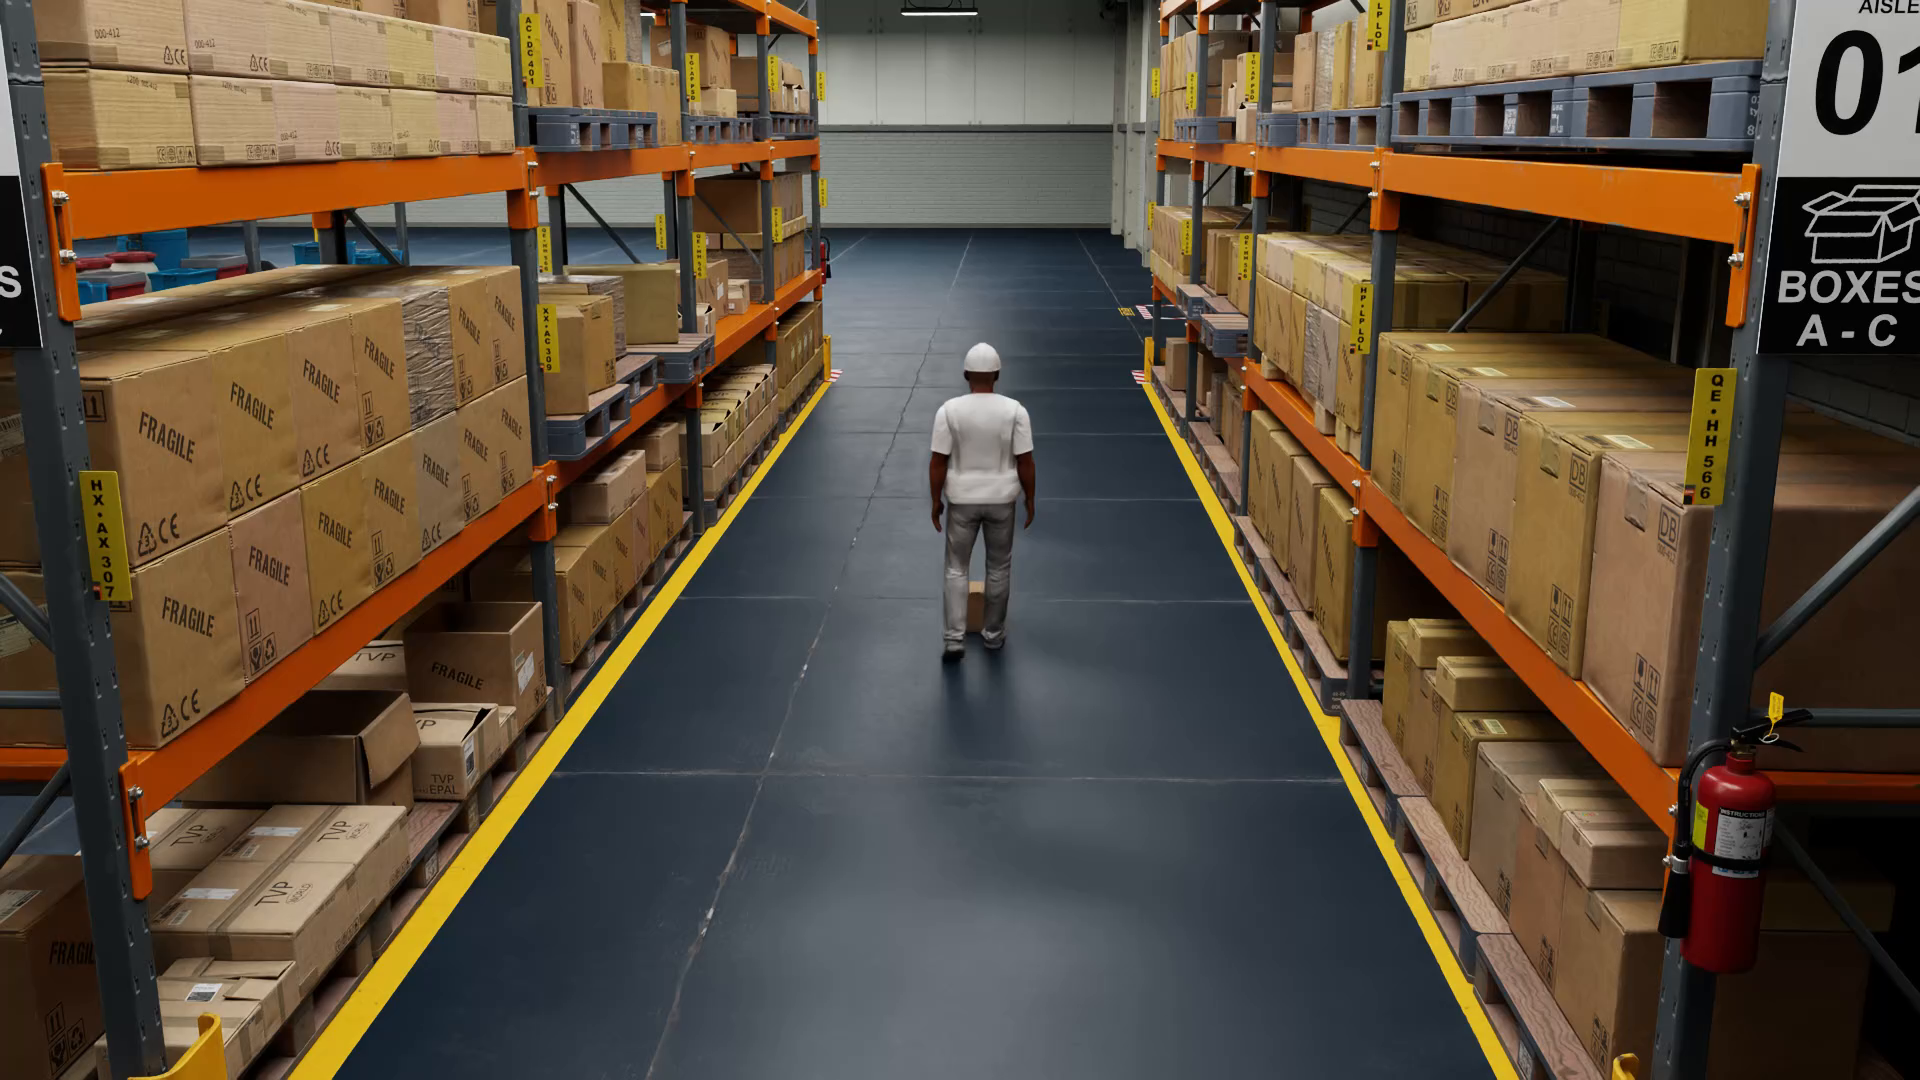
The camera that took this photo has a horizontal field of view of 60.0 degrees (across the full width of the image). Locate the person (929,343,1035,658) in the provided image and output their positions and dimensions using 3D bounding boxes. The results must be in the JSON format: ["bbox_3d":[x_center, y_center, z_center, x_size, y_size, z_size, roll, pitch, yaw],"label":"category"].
[{"bbox_3d":[0.126,-0.219,9.336,0.589,1.778,0.616,0,14,2],"label":"person"}]
